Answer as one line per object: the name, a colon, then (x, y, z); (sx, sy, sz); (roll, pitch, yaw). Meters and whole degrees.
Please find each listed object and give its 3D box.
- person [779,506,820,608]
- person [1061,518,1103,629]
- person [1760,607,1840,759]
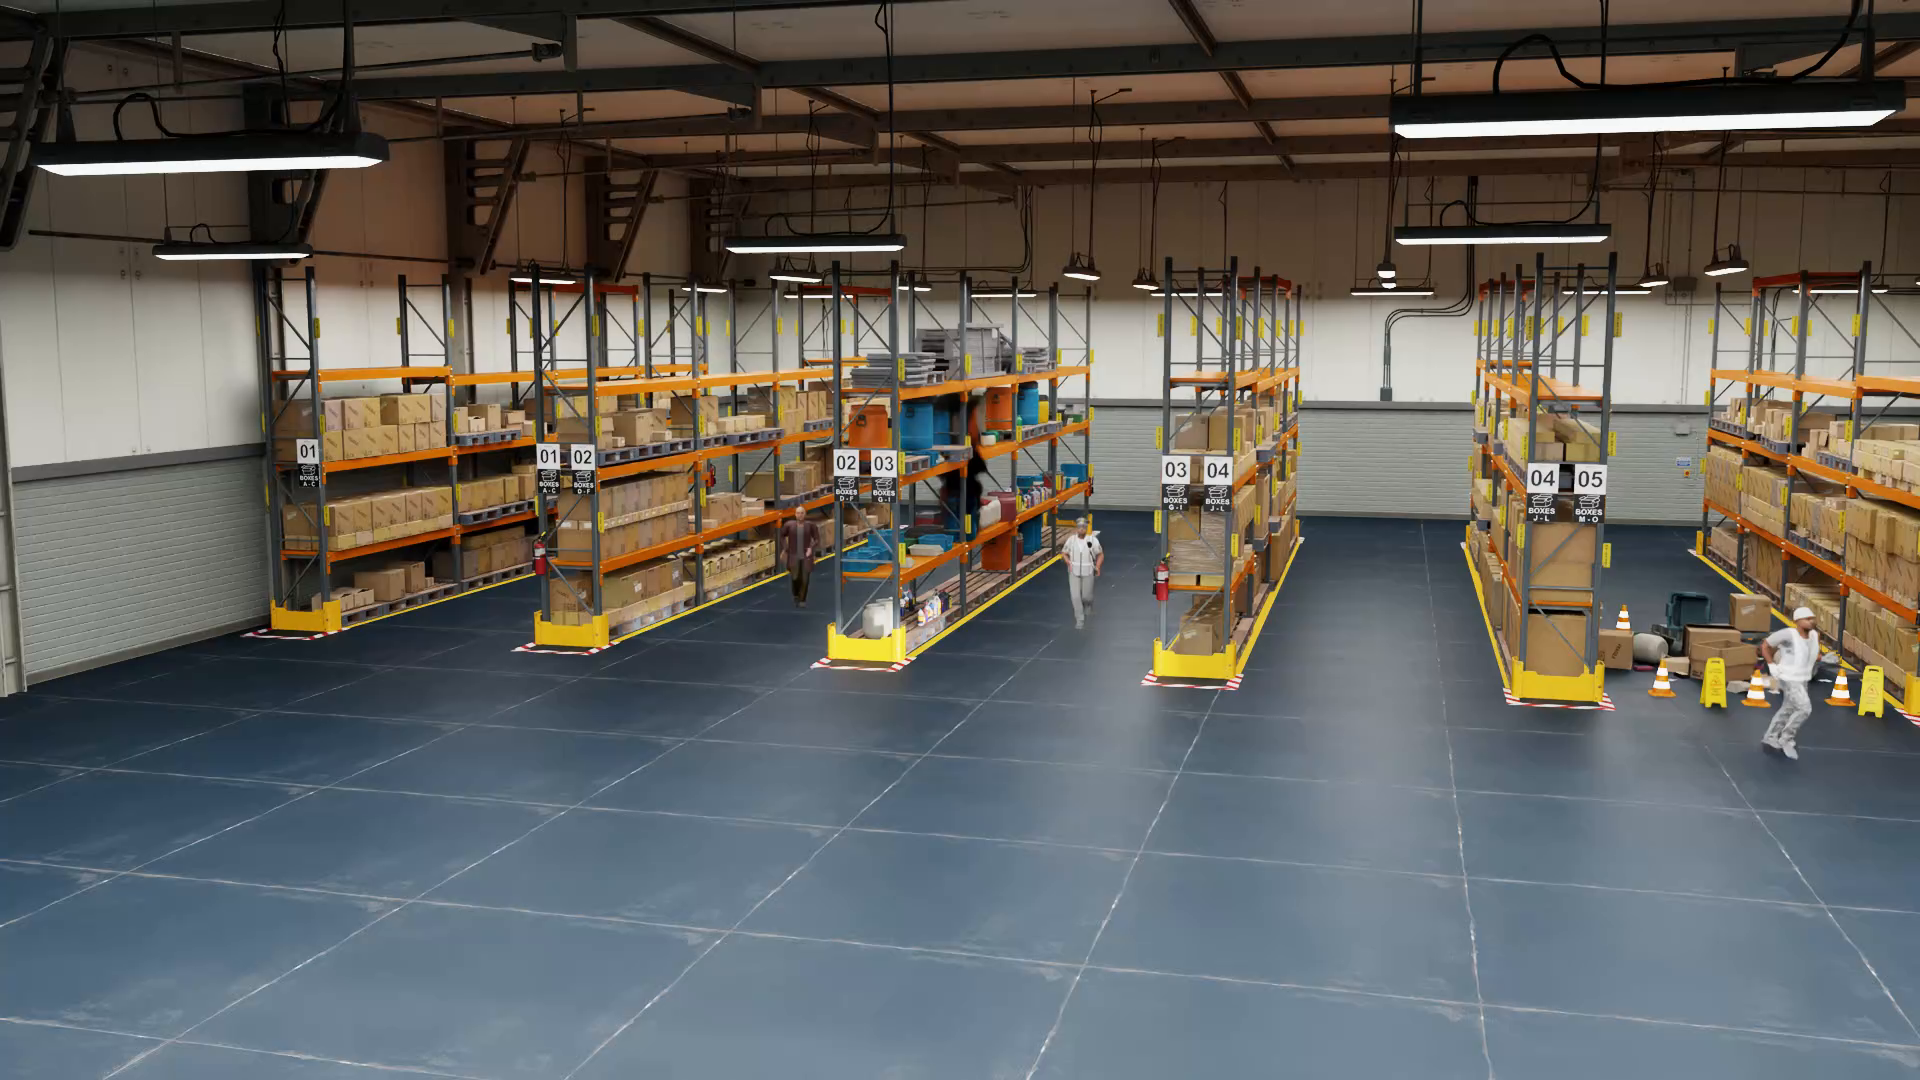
person: (-2.698, 0.300, 28.005); (0.700, 1.736, 0.657); (-1, 7, -6)
person: (1.935, 0.516, 26.387); (0.665, 1.752, 0.602); (1, 7, 9)
person: (9.809, 1.674, 19.499); (0.677, 1.813, 0.794); (-4, 8, -28)
